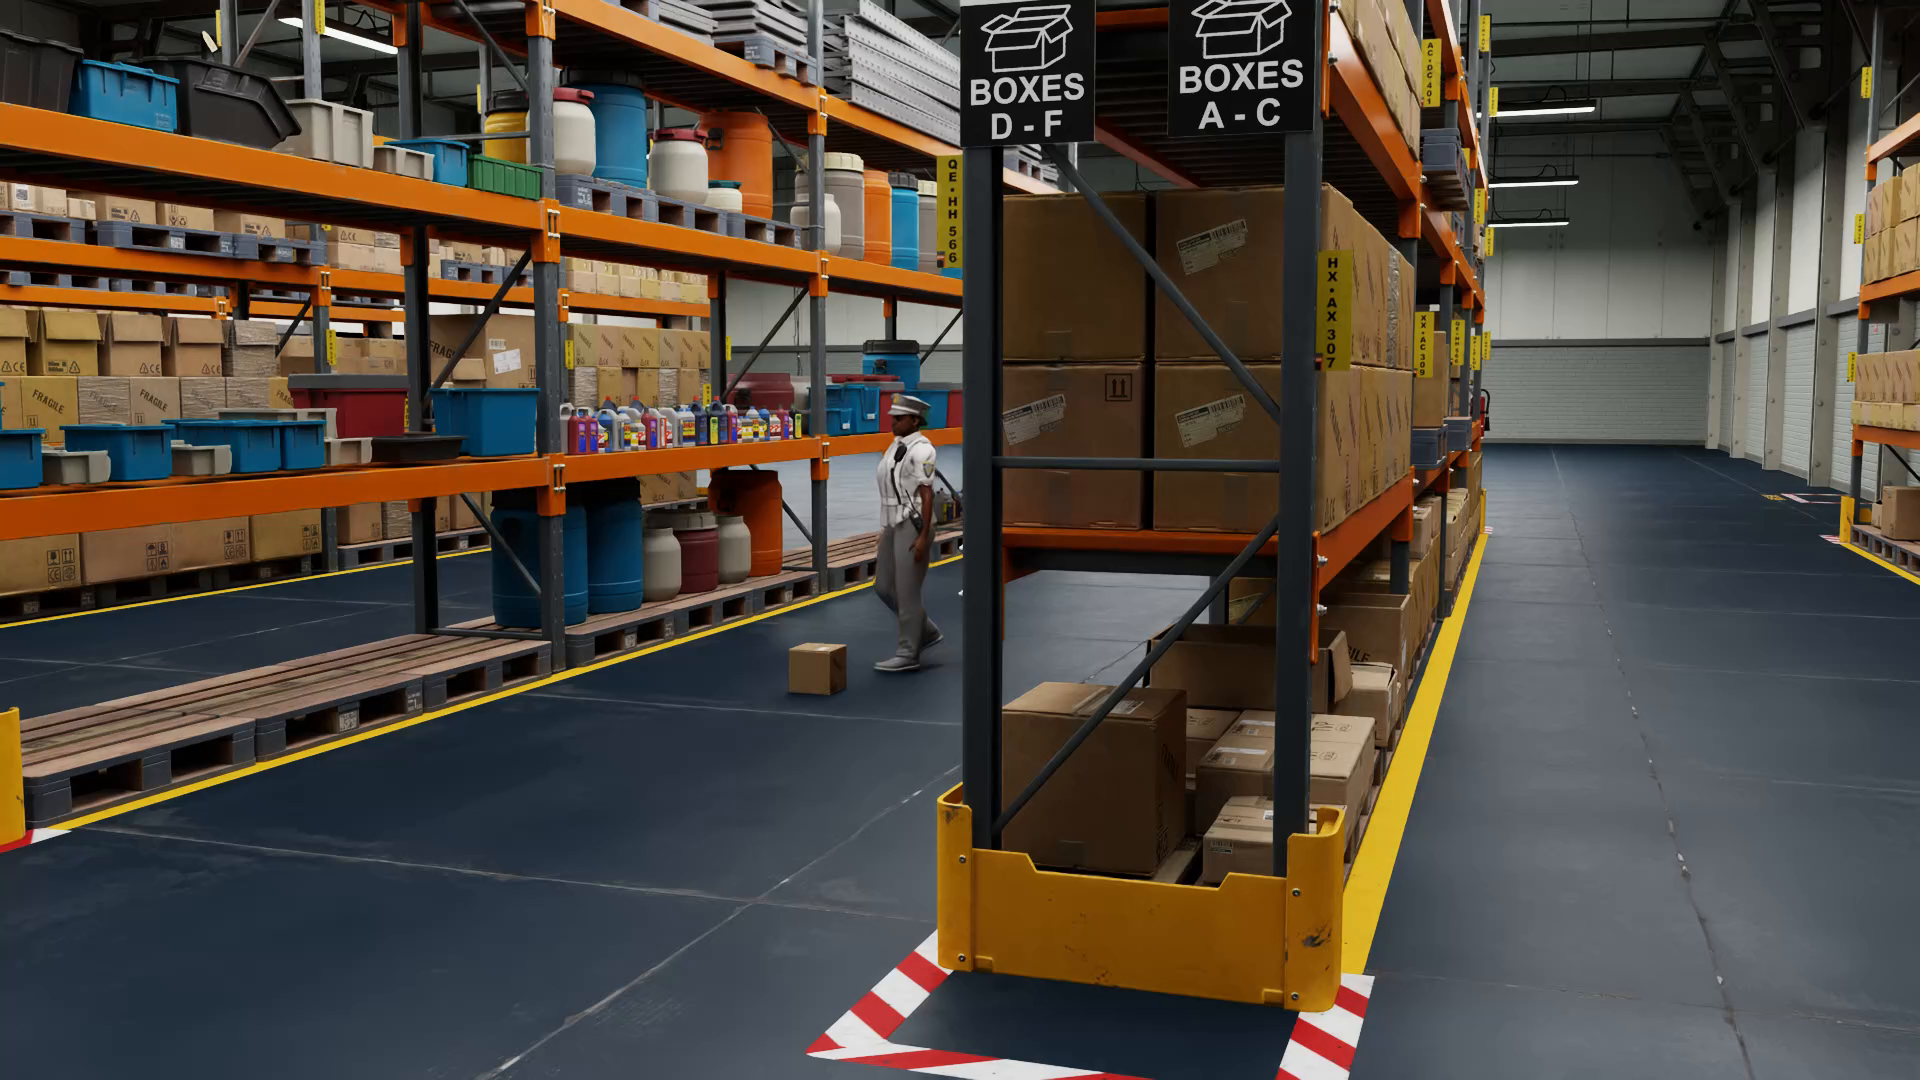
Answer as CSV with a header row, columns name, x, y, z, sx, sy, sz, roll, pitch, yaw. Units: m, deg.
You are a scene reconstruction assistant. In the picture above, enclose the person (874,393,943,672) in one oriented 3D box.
name,x,y,z,sx,sy,sz,roll,pitch,yaw
person,-0.307,-0.055,10.134,0.536,1.679,0.497,-3,6,-26
